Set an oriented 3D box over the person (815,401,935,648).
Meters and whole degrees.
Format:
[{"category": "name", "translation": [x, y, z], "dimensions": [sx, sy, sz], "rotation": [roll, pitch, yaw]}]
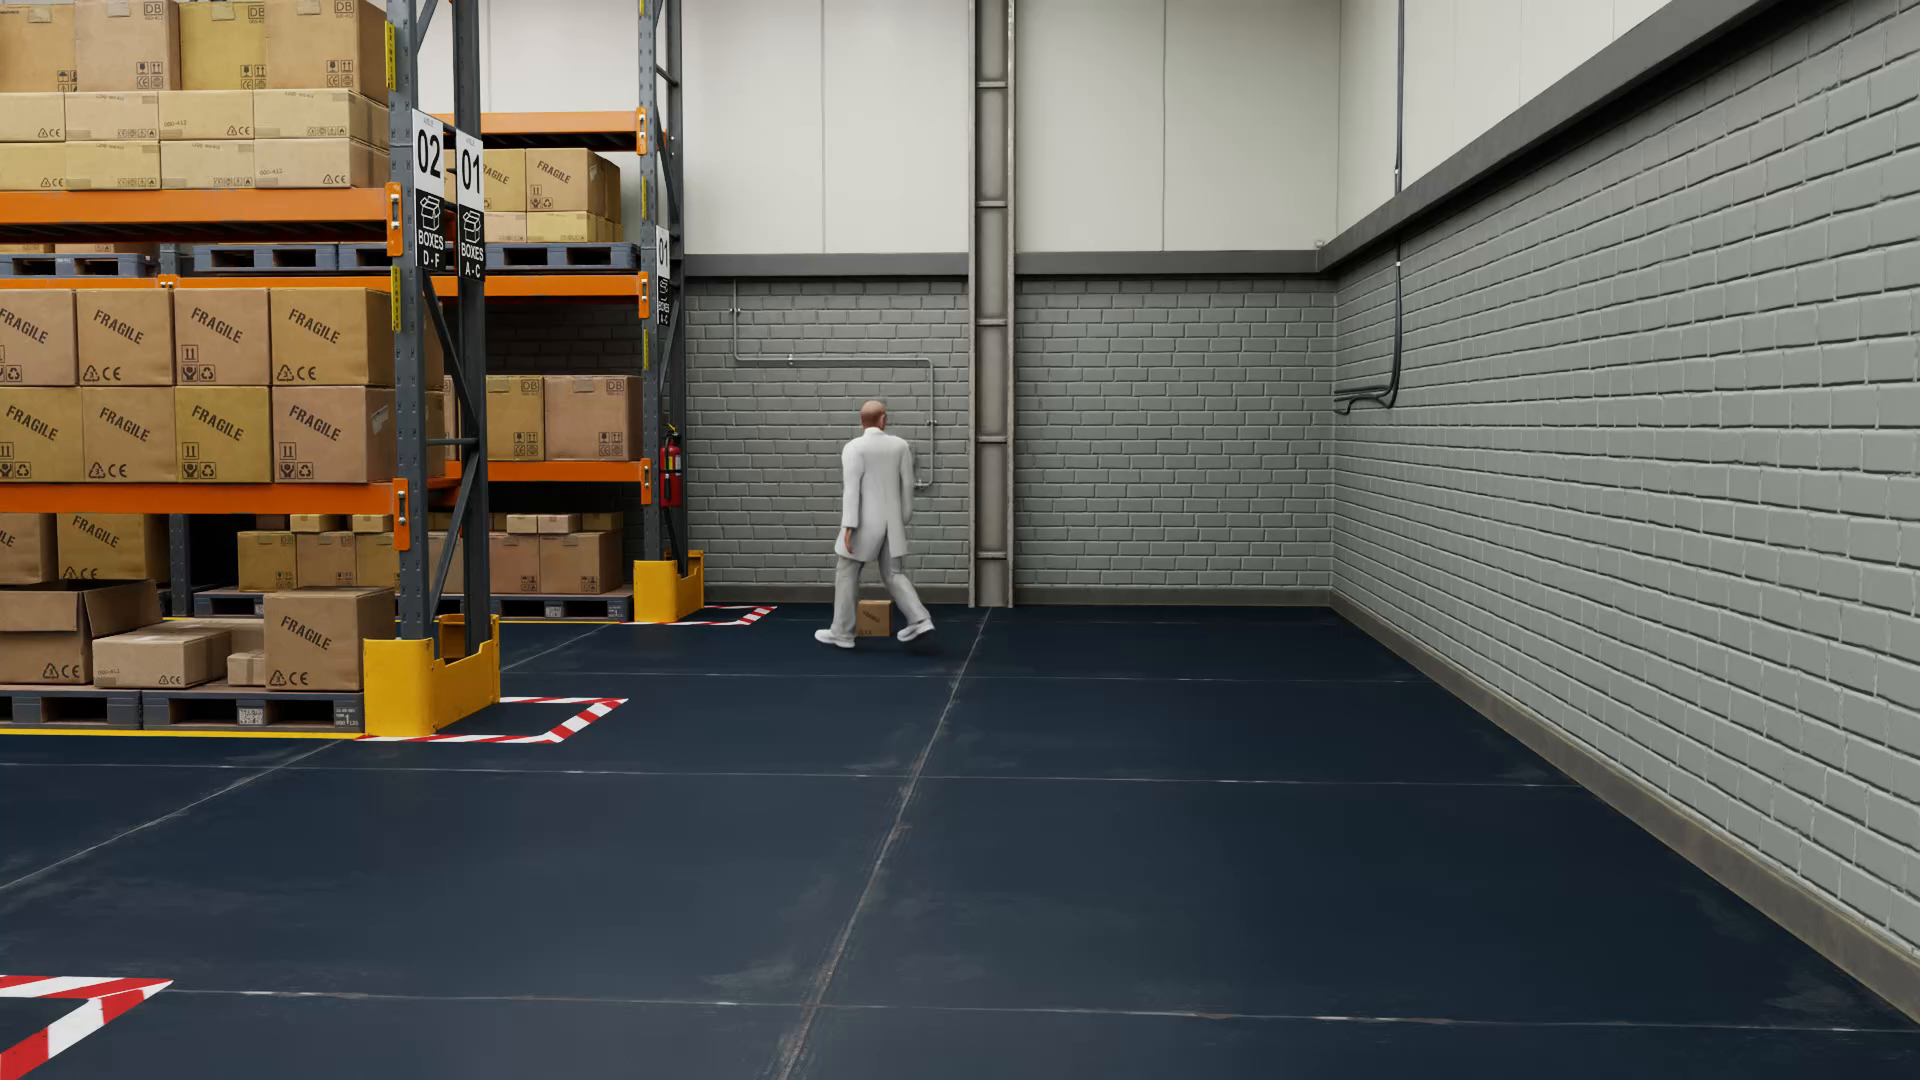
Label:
[{"category": "person", "translation": [-0.603, -0.107, 11.760], "dimensions": [0.628, 1.753, 0.923], "rotation": [-3, 5, -36]}]
